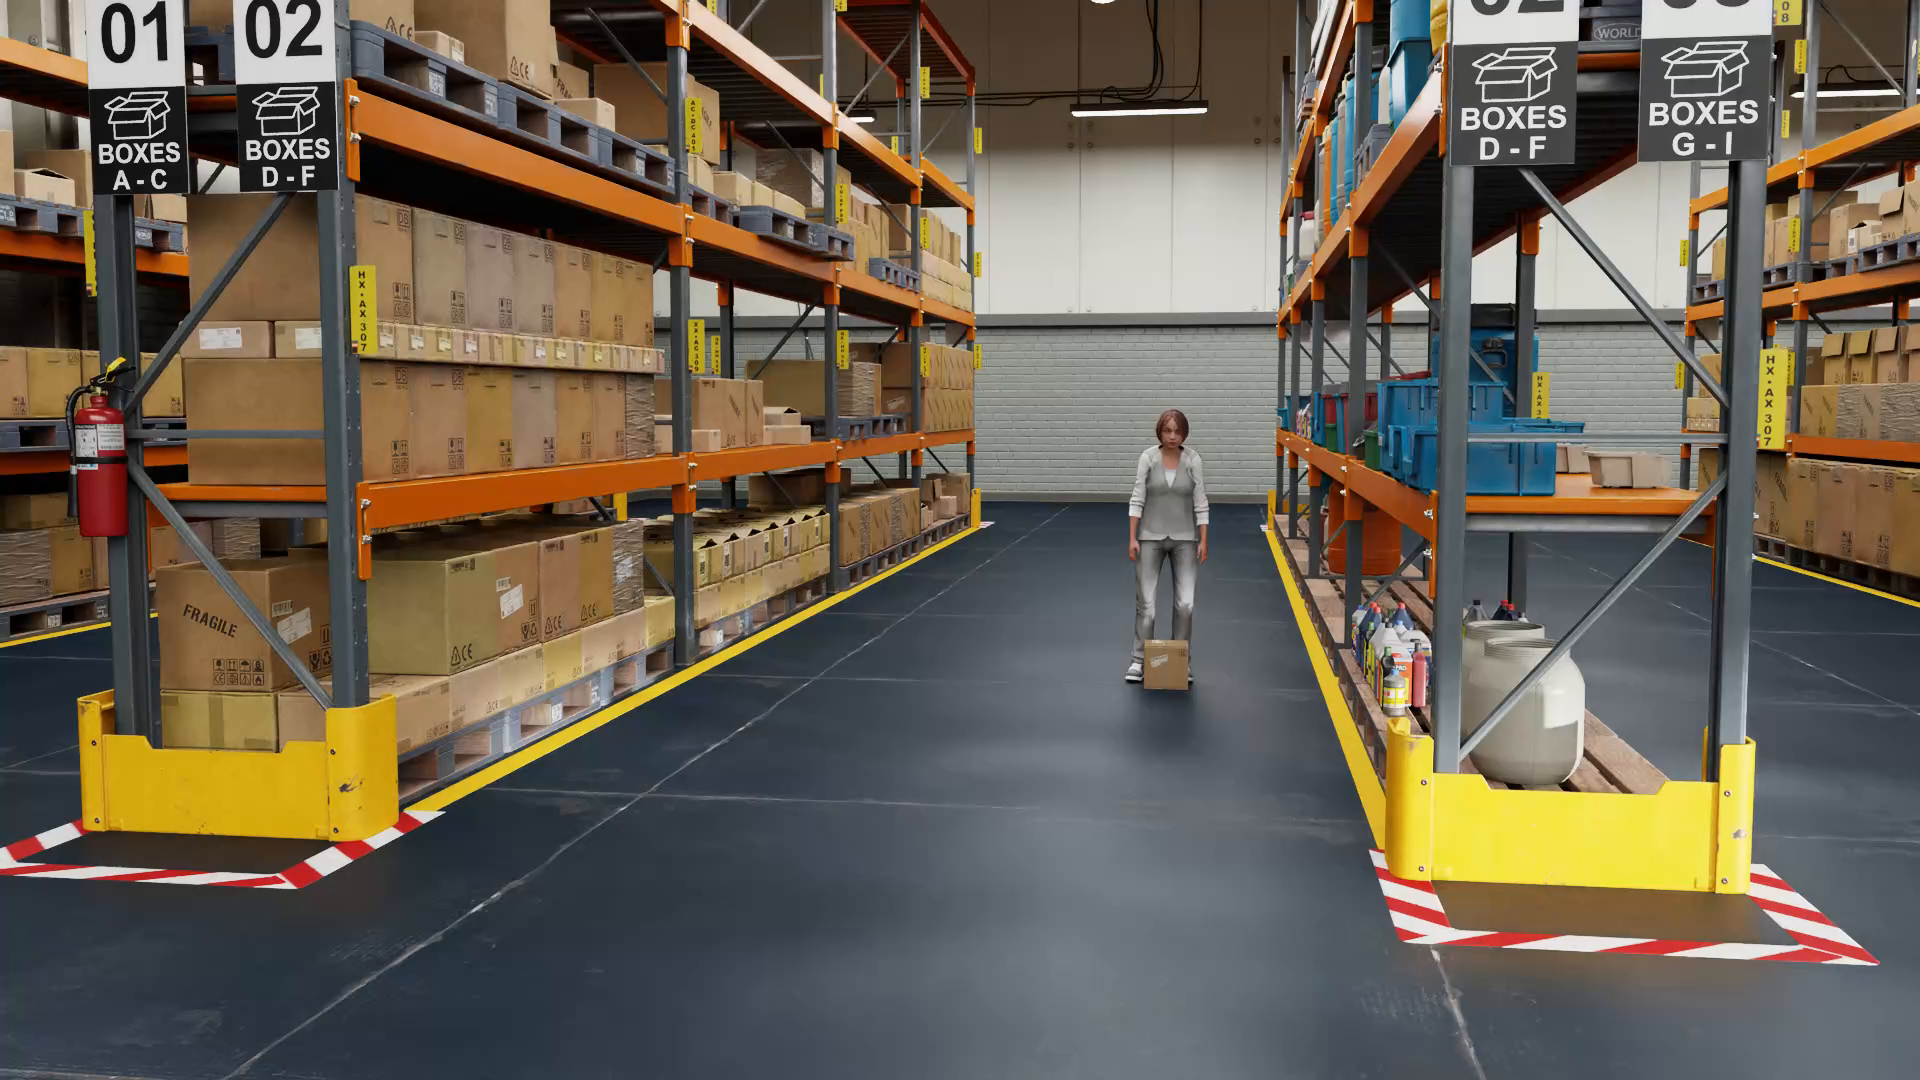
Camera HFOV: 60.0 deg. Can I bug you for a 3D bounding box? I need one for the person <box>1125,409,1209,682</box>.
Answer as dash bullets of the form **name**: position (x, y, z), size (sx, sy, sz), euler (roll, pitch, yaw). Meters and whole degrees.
- **person**: position (1.218, 0.030, 9.760), size (0.481, 1.593, 0.343), euler (1, 5, 6)
